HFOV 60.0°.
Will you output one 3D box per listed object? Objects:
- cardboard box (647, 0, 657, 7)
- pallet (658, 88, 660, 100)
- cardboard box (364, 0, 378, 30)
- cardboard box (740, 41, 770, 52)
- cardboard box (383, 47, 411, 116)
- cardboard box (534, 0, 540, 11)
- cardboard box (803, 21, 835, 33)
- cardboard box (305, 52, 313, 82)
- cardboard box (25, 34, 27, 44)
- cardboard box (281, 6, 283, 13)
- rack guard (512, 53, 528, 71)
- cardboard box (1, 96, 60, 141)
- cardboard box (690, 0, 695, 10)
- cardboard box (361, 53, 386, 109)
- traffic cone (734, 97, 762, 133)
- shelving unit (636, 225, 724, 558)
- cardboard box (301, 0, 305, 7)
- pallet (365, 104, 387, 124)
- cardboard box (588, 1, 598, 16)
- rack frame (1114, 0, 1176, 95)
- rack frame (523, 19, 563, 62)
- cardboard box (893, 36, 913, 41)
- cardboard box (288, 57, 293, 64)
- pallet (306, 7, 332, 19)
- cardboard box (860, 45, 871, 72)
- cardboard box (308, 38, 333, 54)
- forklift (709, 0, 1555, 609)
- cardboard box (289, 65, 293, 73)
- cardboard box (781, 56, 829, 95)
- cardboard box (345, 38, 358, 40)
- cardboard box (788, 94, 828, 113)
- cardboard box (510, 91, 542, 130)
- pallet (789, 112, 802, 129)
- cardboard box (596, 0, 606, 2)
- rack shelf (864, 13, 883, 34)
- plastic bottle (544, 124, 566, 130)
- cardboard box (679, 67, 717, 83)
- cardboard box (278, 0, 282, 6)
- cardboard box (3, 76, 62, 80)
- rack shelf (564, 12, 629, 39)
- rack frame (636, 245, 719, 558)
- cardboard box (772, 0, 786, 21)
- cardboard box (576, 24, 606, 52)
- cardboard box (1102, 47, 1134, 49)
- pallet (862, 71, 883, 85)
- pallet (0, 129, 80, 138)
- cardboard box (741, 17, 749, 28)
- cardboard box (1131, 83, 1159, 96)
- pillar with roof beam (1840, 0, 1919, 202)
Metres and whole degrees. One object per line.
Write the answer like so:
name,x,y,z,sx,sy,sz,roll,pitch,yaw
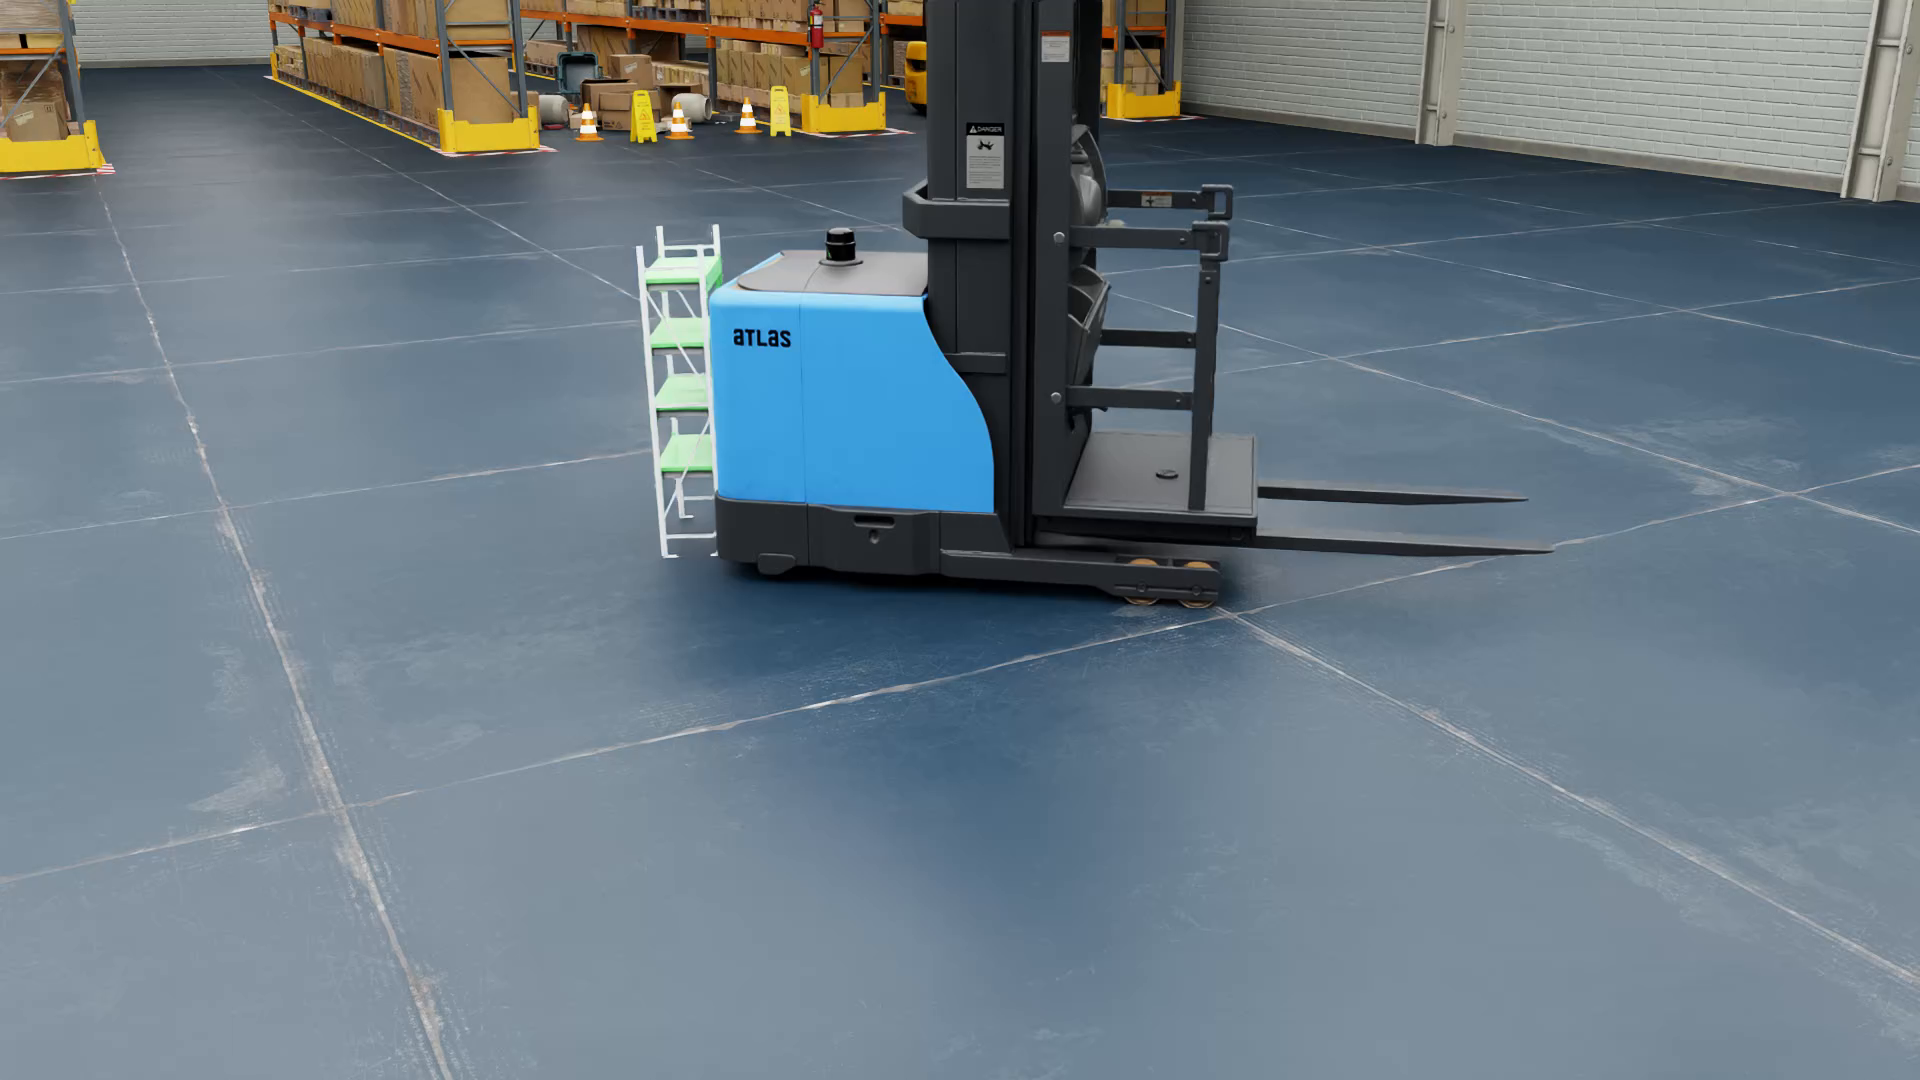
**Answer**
cardboard box,-5.080,-9.119,28.203,0.380,0.149,0.250,-10,21,-26
pallet,-4.432,-7.524,28.111,1.003,0.211,1.213,-10,21,-27
cardboard box,-8.269,-7.628,23.985,0.500,0.500,0.500,-10,21,-27
cardboard box,-3.052,-7.347,24.753,0.380,0.149,0.250,-9,21,-24
cardboard box,-7.549,-6.475,23.410,0.875,0.875,0.875,-10,21,-26
cardboard box,-8.458,-11.147,34.183,0.500,0.500,0.500,-9,21,-25
cardboard box,-1.944,-7.075,22.921,0.380,0.149,0.250,-9,21,-25
cardboard box,-11.467,-8.532,29.948,0.500,0.500,0.500,-9,21,-25
cardboard box,-10.825,-5.942,19.639,0.380,0.149,0.250,-10,21,-27
cardboard box,-12.938,-10.292,32.245,0.380,0.149,0.250,-10,22,-28
rack guard,-9.187,-10.538,36.404,1.175,0.500,0.348,-10,21,-27
cardboard box,-10.895,-4.950,19.565,0.500,0.500,0.500,-4,20,-12
cardboard box,-4.075,-8.531,26.497,0.380,0.149,0.250,-11,22,-28
cardboard box,-8.160,-6.771,24.461,1.050,0.750,0.750,-10,21,-27
traffic cone,-2.918,-5.844,22.858,0.336,0.463,0.334,-10,21,-27
shelving unit,-1.049,-0.582,6.470,0.258,1.200,0.503,-1,19,-1
cardboard box,-11.061,-9.217,28.486,0.380,0.149,0.250,-11,22,-29
pallet,-8.219,-6.364,24.750,1.003,0.211,1.213,-10,21,-27
cardboard box,-6.594,-9.883,30.905,0.500,0.250,0.500,-10,22,-28
rack frame,2.788,-7.889,24.897,1.000,3.000,0.127,-10,21,-27
rack frame,-9.176,-11.713,35.976,1.000,3.000,0.127,-10,21,-27
cardboard box,-1.086,-9.788,32.592,0.380,0.149,0.250,-9,21,-25
cardboard box,-12.951,-9.422,32.610,0.380,0.149,0.250,-11,22,-29
pallet,-10.661,-9.092,28.674,1.003,0.211,1.213,-10,21,-27
cardboard box,-1.629,-9.436,32.568,0.500,0.500,0.500,-10,22,-27
cardboard box,-11.211,-8.734,29.384,0.500,0.250,0.500,-9,21,-25
forklift,0.652,-1.326,5.981,3.031,2.935,1.130,3,19,9
cardboard box,-12.771,-9.126,32.206,0.380,0.149,0.250,-10,21,-27
cardboard box,-2.188,-6.562,23.472,0.500,0.500,0.500,-10,21,-26
cardboard box,-10.513,-8.666,29.186,0.500,0.250,0.500,-11,22,-29
cardboard box,-2.210,-6.216,23.617,0.500,0.250,0.500,-10,21,-27
cardboard box,-6.146,-6.005,23.263,0.500,0.500,0.500,-6,20,-17
pallet,-1.969,-6.062,23.875,1.003,0.211,1.213,-10,21,-27
cardboard box,-6.338,-9.972,30.394,0.500,0.250,0.500,-11,22,-28
rack shelf,-1.960,-10.420,33.333,1.077,0.370,4.000,-10,21,-27
plastic bottle,-5.679,-5.787,23.307,0.133,0.061,0.283,16,25,39
cardboard box,-4.073,-7.580,27.385,0.950,0.372,0.625,-9,21,-23
cardboard box,-12.769,-10.495,31.839,0.500,0.500,0.500,-11,22,-28
cardboard box,-12.682,-6.079,22.806,0.700,0.500,0.500,-10,21,-27
rack shelf,-6.327,-9.650,31.102,1.077,0.370,4.000,-10,21,-27
rack frame,-1.043,-0.503,6.240,0.240,1.200,0.015,-1,19,-1
cardboard box,-2.312,-7.565,23.347,0.500,0.500,0.500,-10,21,-27
cardboard box,-6.912,-9.593,32.447,0.875,0.875,0.875,-9,21,-25
cardboard box,2.486,-7.571,26.012,0.500,0.250,0.500,-10,21,-27
pallet,-1.332,-9.088,32.645,1.003,0.211,1.213,-10,21,-27
pallet,-11.266,-4.877,20.440,1.003,0.211,1.213,-10,21,-27
cardboard box,-3.011,-7.640,24.559,0.380,0.149,0.250,-10,21,-26
cardboard box,2.727,-6.959,25.773,0.500,0.250,0.500,-10,21,-26
pillar with roof beam,5.161,-6.953,12.986,9.100,9.000,0.400,-10,21,-27
